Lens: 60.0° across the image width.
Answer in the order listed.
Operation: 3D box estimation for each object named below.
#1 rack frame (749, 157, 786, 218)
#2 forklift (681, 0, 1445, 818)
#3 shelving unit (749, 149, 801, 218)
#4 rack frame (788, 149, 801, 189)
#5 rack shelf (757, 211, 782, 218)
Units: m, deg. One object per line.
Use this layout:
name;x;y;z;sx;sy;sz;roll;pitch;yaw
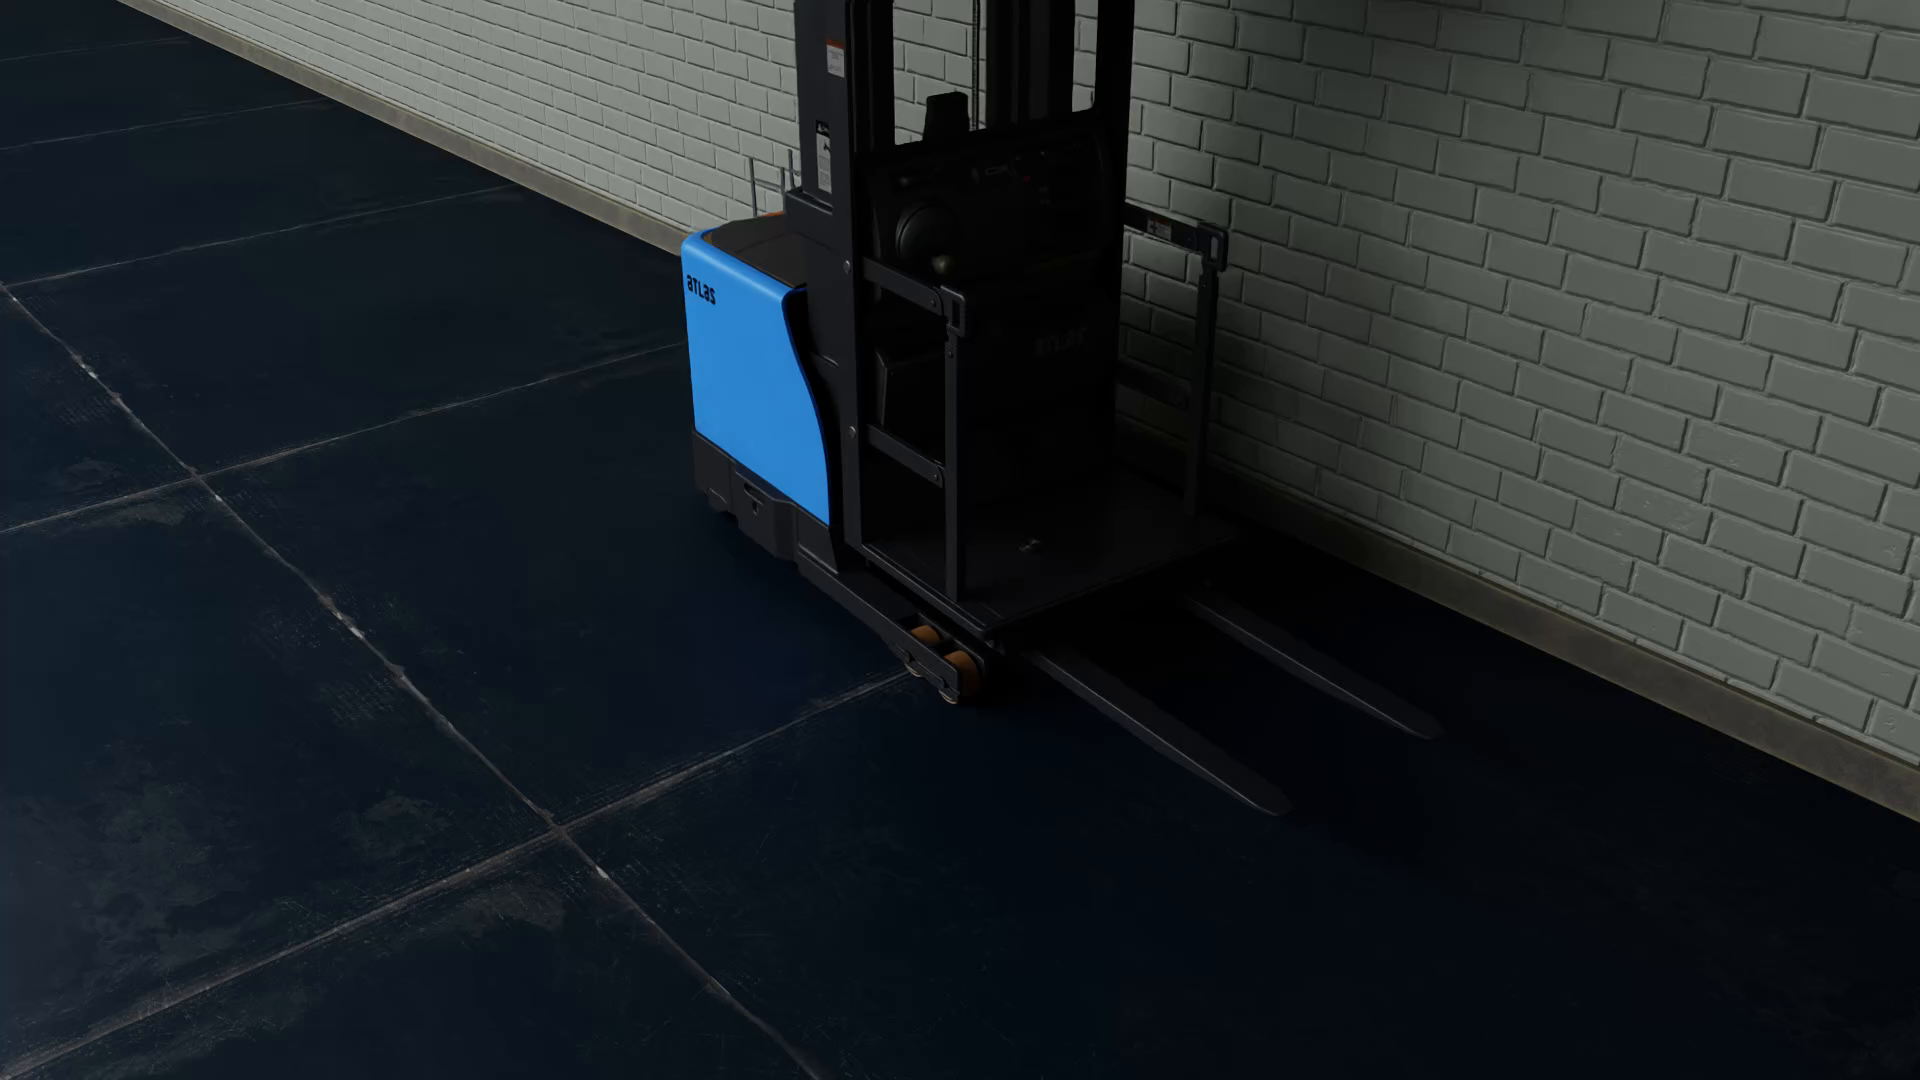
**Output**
rack frame;-0.735;-0.923;6.693;0.006;1.200;0.240;-21;32;-34
forklift;0.233;-1.033;5.074;1.130;2.935;3.031;-19;33;-31
shelving unit;-0.664;-0.950;6.744;0.189;1.200;0.258;-21;32;-34
rack frame;-0.592;-0.978;6.795;0.006;1.200;0.240;-21;32;-34
rack shelf;-0.671;-1.233;6.604;0.180;0.103;0.258;-21;32;-34
